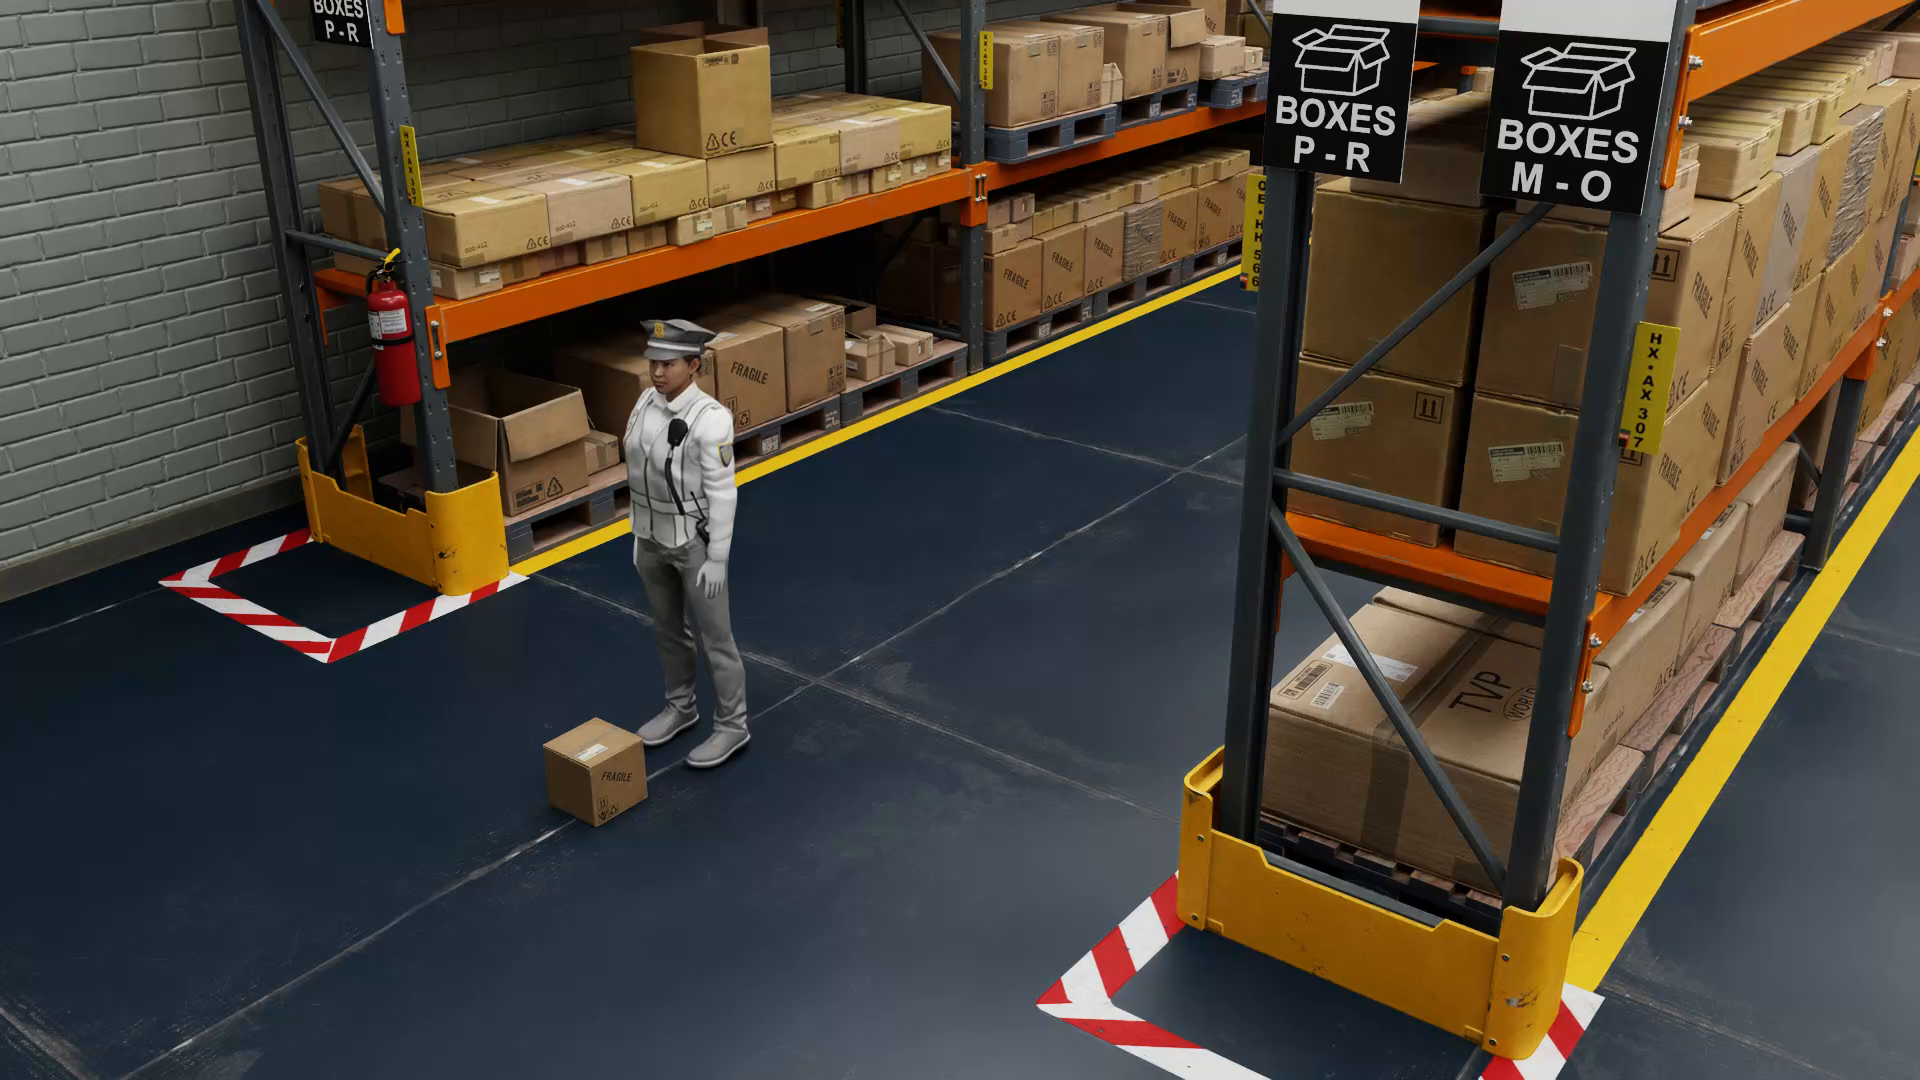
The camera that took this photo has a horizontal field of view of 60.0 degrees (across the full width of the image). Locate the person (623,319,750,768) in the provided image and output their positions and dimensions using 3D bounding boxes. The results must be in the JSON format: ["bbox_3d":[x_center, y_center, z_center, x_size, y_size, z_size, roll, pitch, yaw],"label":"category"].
[{"bbox_3d":[-0.998,0.006,6.023,0.479,1.687,0.345,17,29,34],"label":"person"}]
